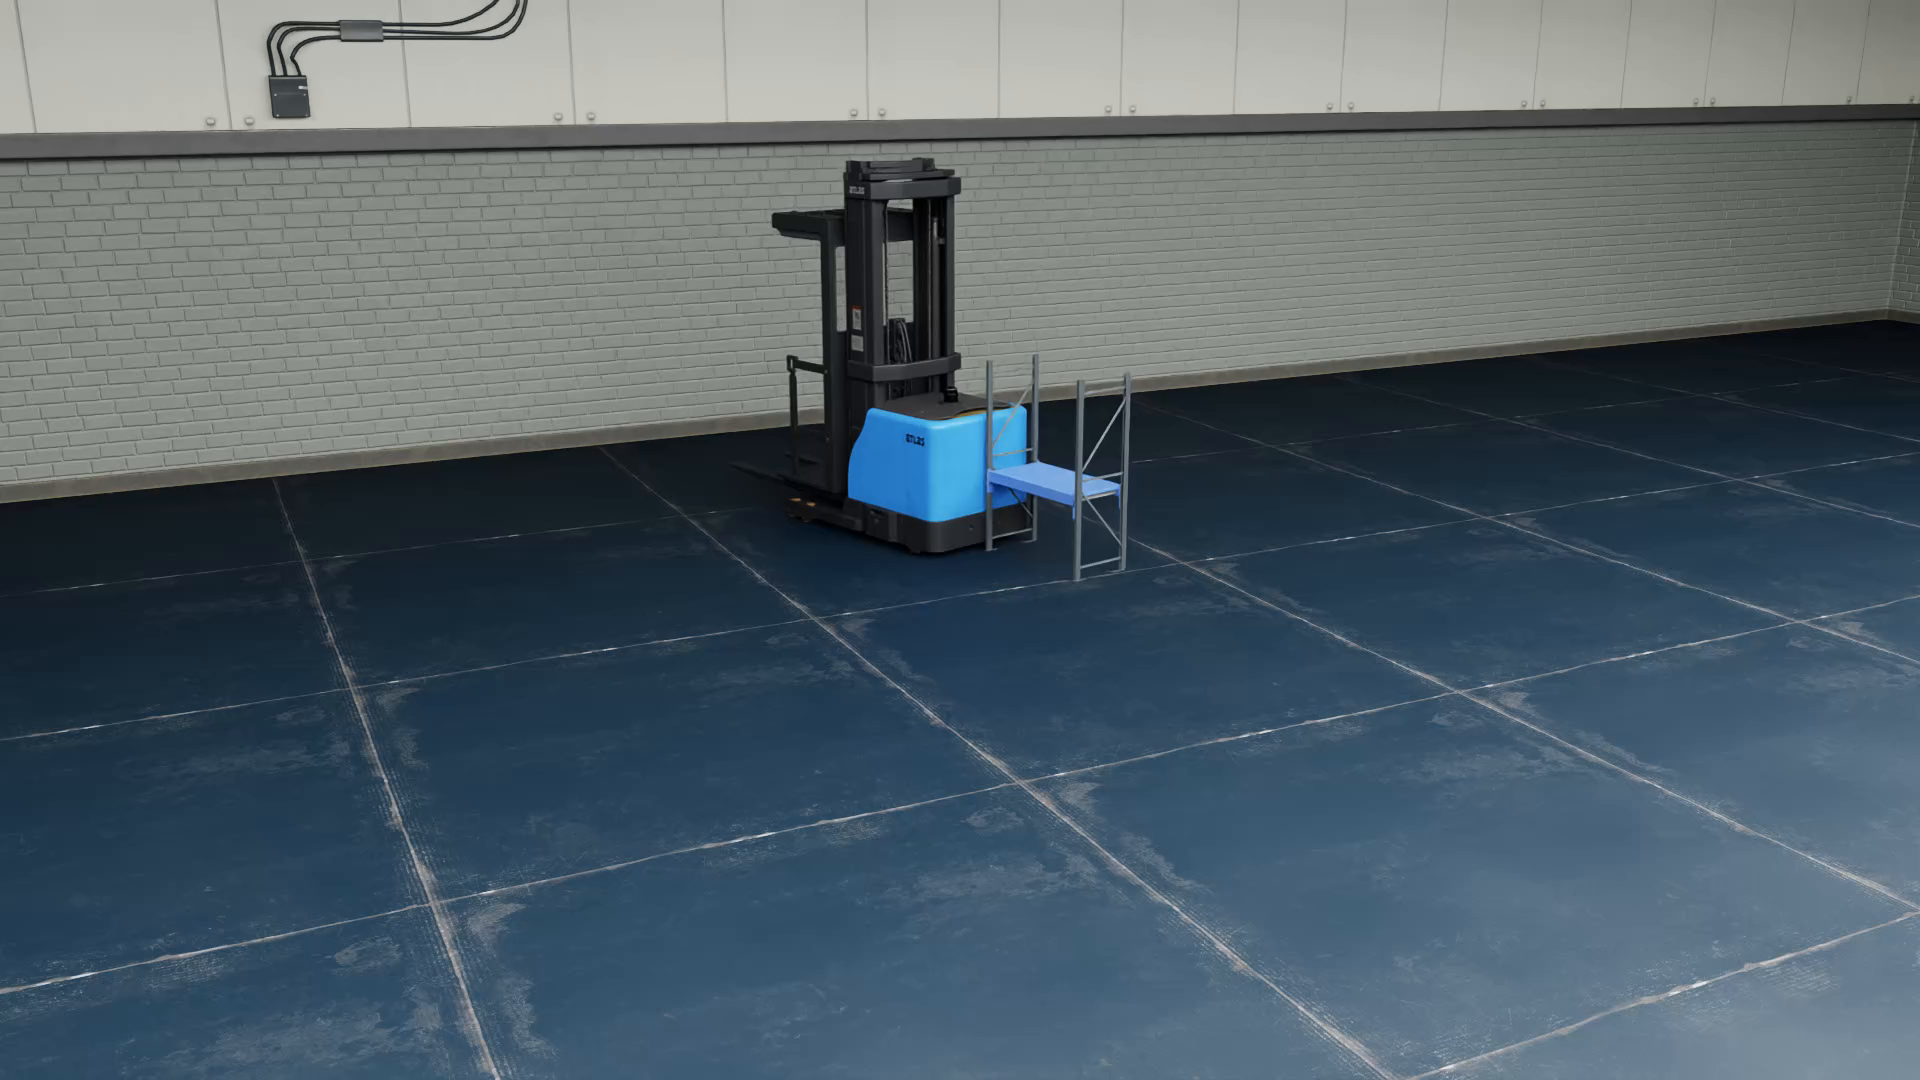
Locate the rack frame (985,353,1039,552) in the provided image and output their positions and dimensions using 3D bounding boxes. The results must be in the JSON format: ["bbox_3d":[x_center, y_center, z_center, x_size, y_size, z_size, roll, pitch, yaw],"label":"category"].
[{"bbox_3d":[0.403,-0.673,12.876,0.500,1.500,0.032,-12,20,-37],"label":"rack frame"}]

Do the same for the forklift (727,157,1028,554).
[{"bbox_3d":[-0.821,-1.637,13.640,1.130,2.935,3.031,-14,21,-40],"label":"forklift"}]

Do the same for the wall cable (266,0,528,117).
[{"bbox_3d":[-4.951,-6.711,14.156,2.305,6.003,0.169,-8,18,-25],"label":"wall cable"}]

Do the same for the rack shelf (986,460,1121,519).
[{"bbox_3d":[0.718,-0.390,12.542,0.538,0.185,1.000,-12,20,-37],"label":"rack shelf"}]

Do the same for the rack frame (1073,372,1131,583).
[{"bbox_3d":[1.033,-0.452,12.108,0.500,1.500,0.032,-12,20,-37],"label":"rack frame"}]

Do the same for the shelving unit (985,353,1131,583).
[{"bbox_3d":[0.718,-0.563,12.492,0.538,1.500,1.048,-12,20,-37],"label":"shelving unit"}]
